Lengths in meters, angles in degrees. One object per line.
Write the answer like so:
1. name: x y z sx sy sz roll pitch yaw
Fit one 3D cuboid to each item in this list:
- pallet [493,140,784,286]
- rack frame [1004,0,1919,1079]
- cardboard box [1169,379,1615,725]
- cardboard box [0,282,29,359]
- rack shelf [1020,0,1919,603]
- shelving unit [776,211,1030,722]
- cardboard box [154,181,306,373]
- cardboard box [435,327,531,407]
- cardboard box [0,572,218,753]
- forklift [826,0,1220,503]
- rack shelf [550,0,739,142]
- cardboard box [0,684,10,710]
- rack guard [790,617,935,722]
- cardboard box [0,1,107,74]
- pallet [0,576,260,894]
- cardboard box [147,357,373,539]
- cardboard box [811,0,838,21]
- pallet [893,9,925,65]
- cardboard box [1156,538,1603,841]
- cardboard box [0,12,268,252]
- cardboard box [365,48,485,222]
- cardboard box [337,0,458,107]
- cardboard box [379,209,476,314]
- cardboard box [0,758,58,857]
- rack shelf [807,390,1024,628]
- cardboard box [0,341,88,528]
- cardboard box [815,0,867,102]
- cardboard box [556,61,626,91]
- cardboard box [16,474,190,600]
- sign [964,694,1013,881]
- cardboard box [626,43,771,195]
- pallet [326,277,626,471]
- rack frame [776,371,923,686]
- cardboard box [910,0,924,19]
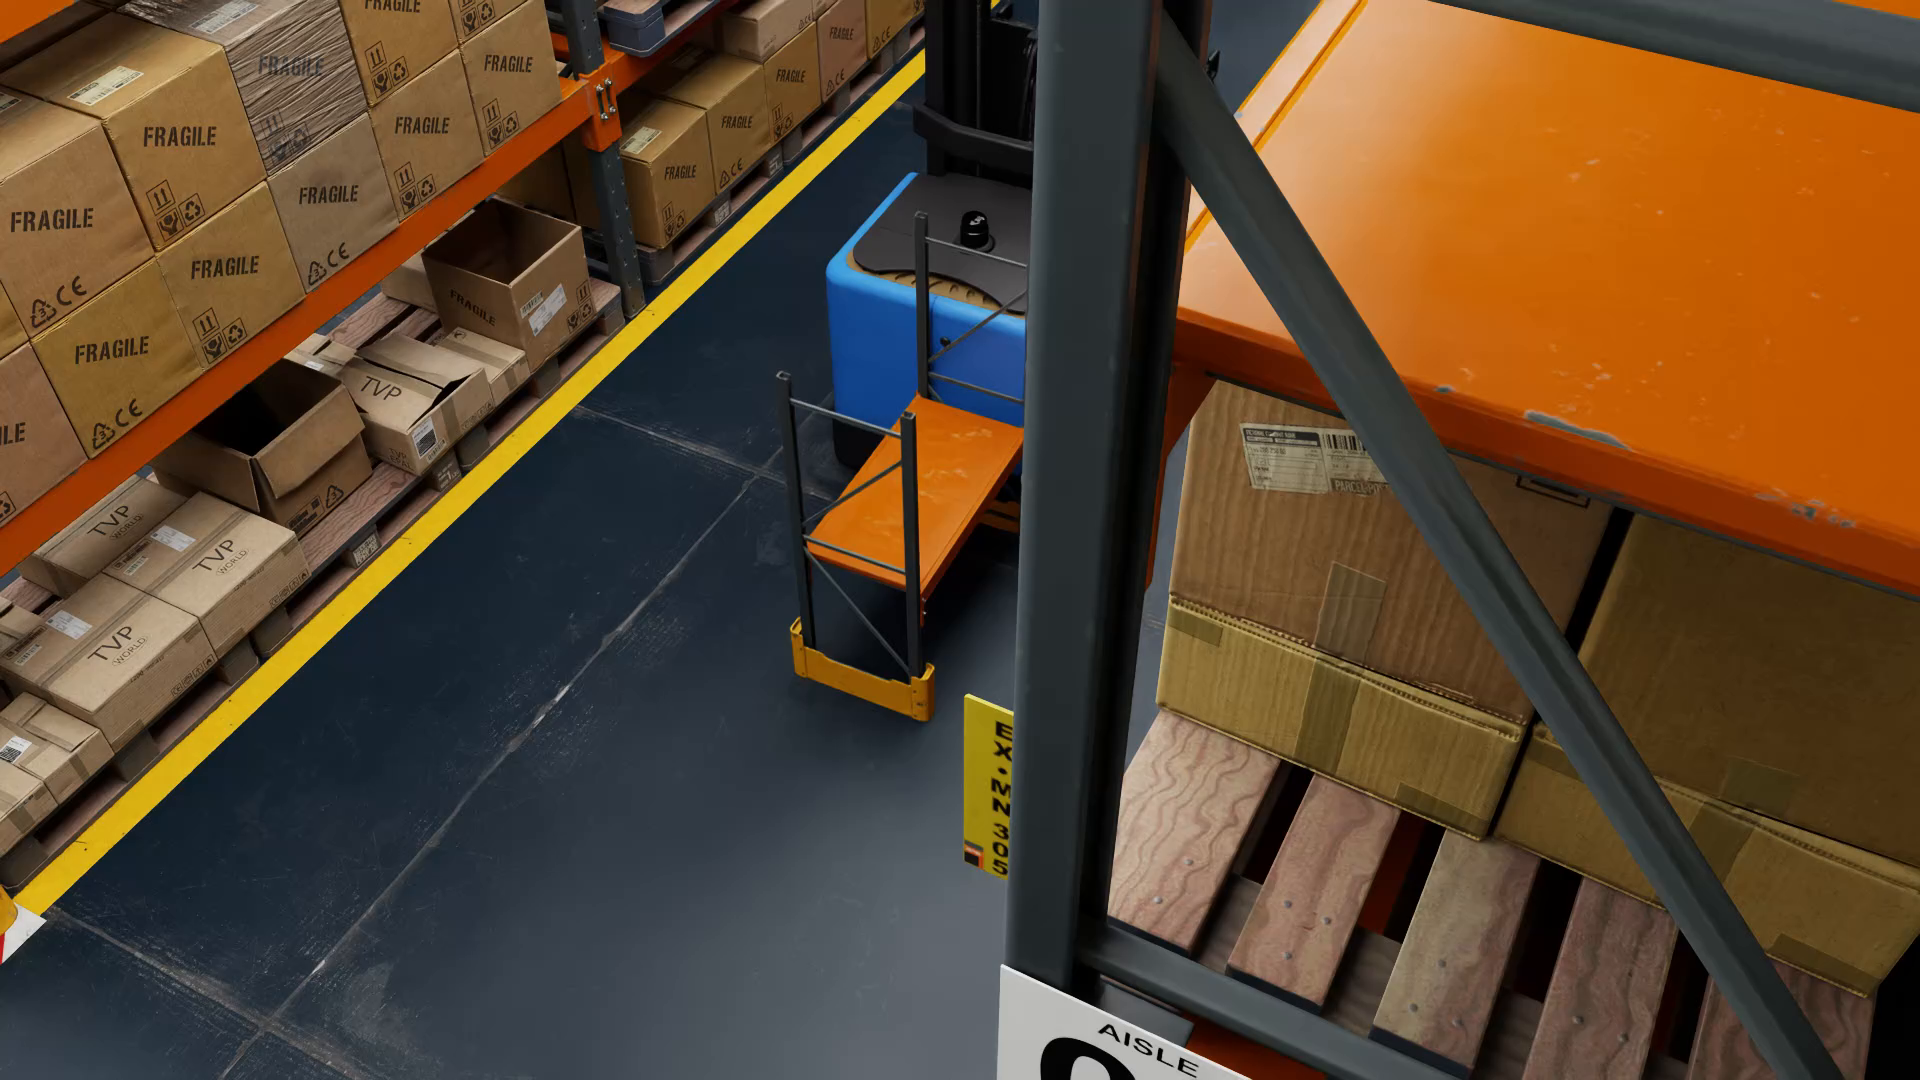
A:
1. pallet: -1.664 -1.870 8.730 1.003 0.211 1.213 20 49 19
2. rack frame: 0.524 -0.281 0.981 1.000 3.000 0.127 20 49 19
3. cardboard box: 0.622 -0.171 2.194 0.500 0.500 0.500 20 49 19
4. cardboard box: -3.190 -0.716 4.855 0.500 0.500 0.500 21 49 19
5. rack shelf: 1.452 -1.147 2.624 1.077 0.370 4.000 20 49 19
6. shelving unit: -0.159 -0.264 6.236 0.587 1.500 1.083 19 48 18
7. cardboard box: -2.722 -0.989 5.828 0.500 0.500 0.500 21 49 20
8. cardboard box: -2.143 -0.769 7.376 0.380 0.149 0.250 20 49 19
9. cardboard box: -3.130 0.443 6.107 0.500 0.250 0.500 20 49 19
10. forklift: 0.536 -2.156 7.100 1.130 2.935 3.031 19 48 18
11. rack shelf: -1.080 -3.332 8.720 1.077 0.370 4.000 20 49 19
12. cardboard box: -3.831 0.495 5.880 0.500 0.500 0.500 20 49 19
13. rack guard: -0.372 0.496 6.364 0.587 0.250 0.087 19 48 18
14. cardboard box: -3.194 -1.533 5.663 0.500 0.500 0.500 22 49 20
15. pallet: -3.461 0.625 6.264 1.003 0.211 1.213 20 49 19
16. cardboard box: -2.876 -0.417 6.779 0.797 0.503 0.637 20 49 19
17. cardboard box: -0.872 -3.035 8.842 0.500 0.250 0.500 20 49 18
18. pallet: -0.532 -3.407 10.249 1.003 0.211 1.213 20 49 19
19. cardboard box: 0.629 0.094 2.458 0.500 0.250 0.500 22 49 20
20. cardboard box: -2.718 -1.350 5.482 0.500 0.500 0.500 20 49 19
21. cardboard box: -2.251 -1.635 6.467 0.500 0.500 0.500 22 49 20
22. cardboard box: -2.249 -1.984 6.109 0.500 0.500 0.500 20 49 18
23. cardboard box: -2.395 -1.342 7.828 0.500 0.311 0.500 20 49 19
24. cardboard box: -3.367 0.892 5.735 0.380 0.149 0.250 20 49 19
25. rack shelf: -0.155 -0.143 6.370 0.538 0.185 1.000 19 48 18
26. cardboard box: -3.191 -0.360 5.206 0.500 0.500 0.500 20 49 19
27. cardboard box: -0.857 -2.796 9.132 0.500 0.500 0.500 19 48 18
28. cardboard box: -1.796 -2.315 8.657 0.500 0.500 0.500 21 49 19
29. cardboard box: -3.364 -0.006 6.551 0.500 0.250 0.500 20 49 19
30. sign: 0.050 0.302 1.946 0.100 0.325 0.005 20 49 19
31. cardboard box: -1.330 -2.165 8.509 0.500 0.500 0.500 21 49 20
32. pallet: -2.328 -0.913 7.784 1.003 0.211 1.213 20 49 19
33. rack frame: -0.373 0.057 5.919 0.500 1.500 0.032 19 48 18
34. cardboard box: -0.378 -3.454 9.783 0.500 0.500 0.500 22 49 21
